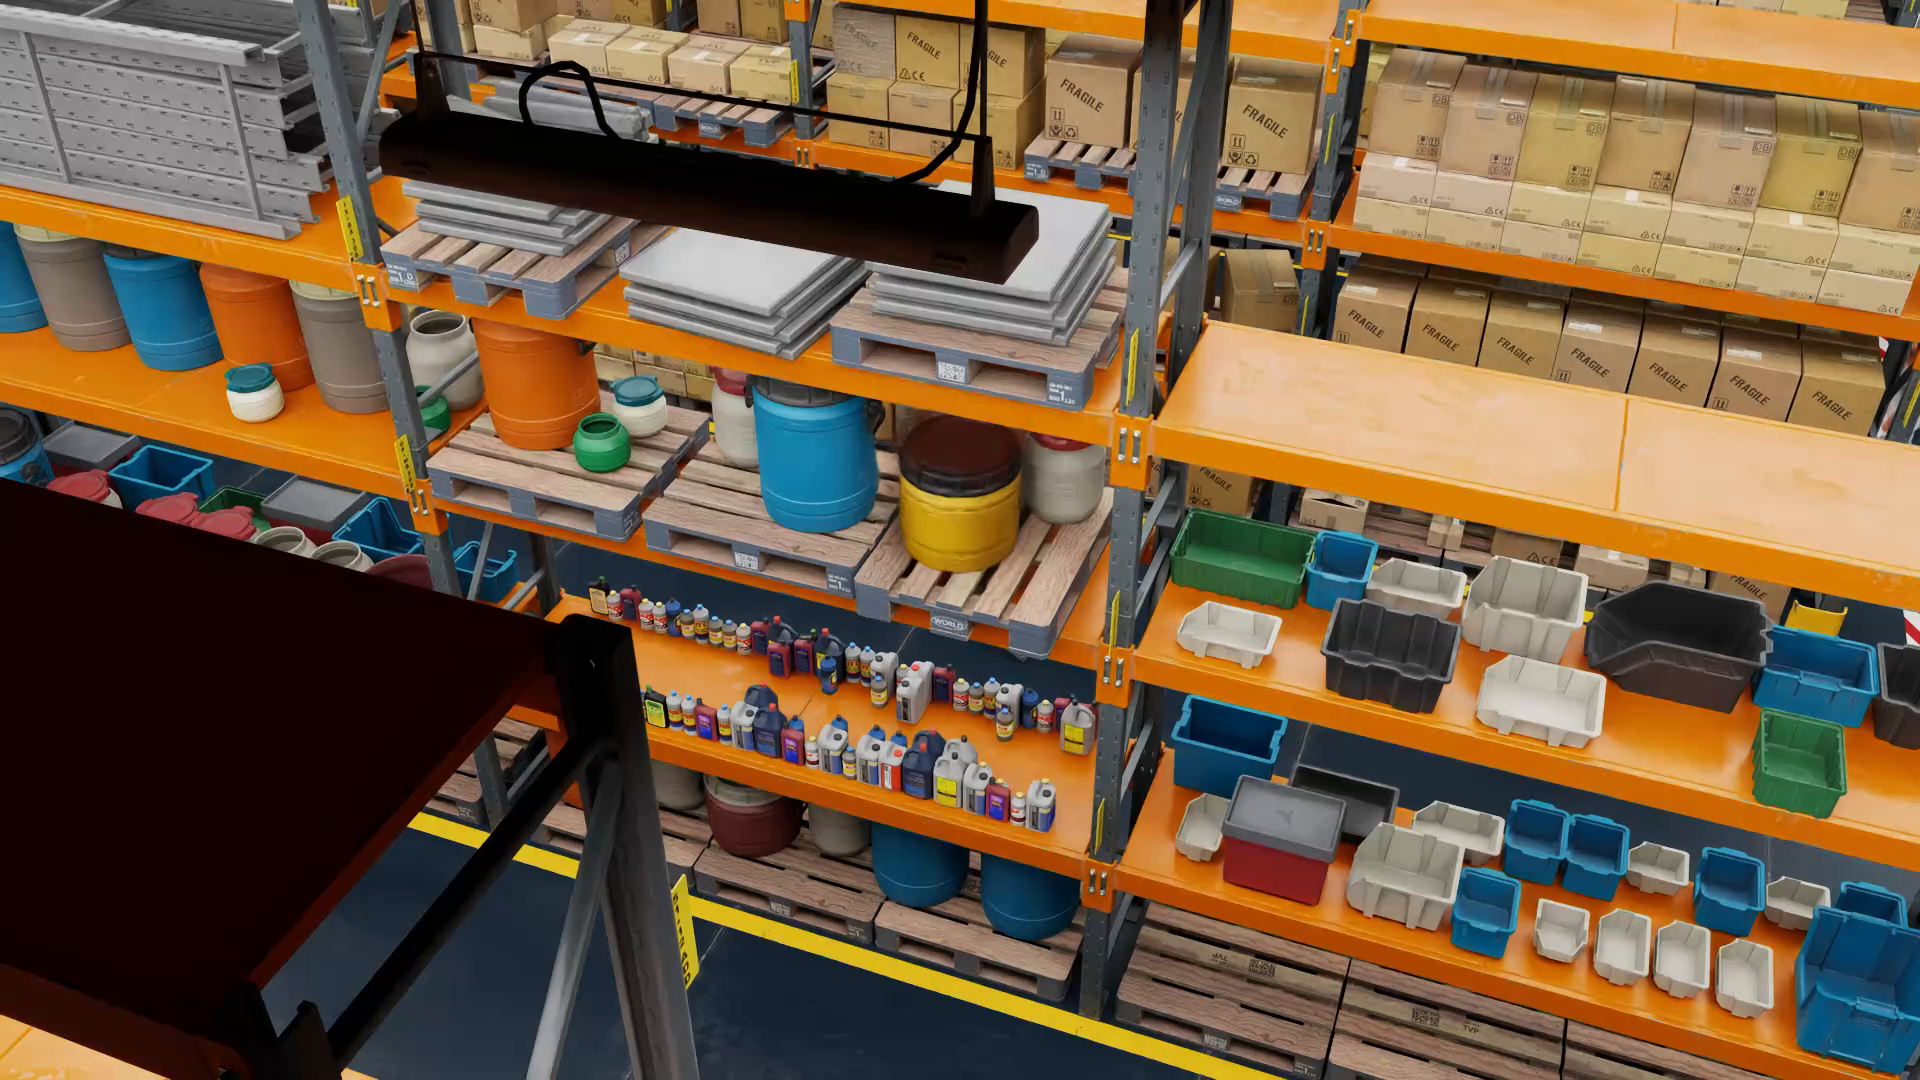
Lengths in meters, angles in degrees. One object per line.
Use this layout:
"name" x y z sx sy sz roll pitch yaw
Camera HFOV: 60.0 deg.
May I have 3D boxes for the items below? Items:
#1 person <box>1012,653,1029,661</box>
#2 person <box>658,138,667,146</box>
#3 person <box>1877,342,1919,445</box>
"person" 0.519 0.017 11.874 0.542 1.765 0.546 24 43 29
"person" -3.302 -3.758 17.054 0.675 1.737 0.561 0 36 0
"person" 7.323 -0.980 13.211 1.034 1.724 0.668 13 39 17
